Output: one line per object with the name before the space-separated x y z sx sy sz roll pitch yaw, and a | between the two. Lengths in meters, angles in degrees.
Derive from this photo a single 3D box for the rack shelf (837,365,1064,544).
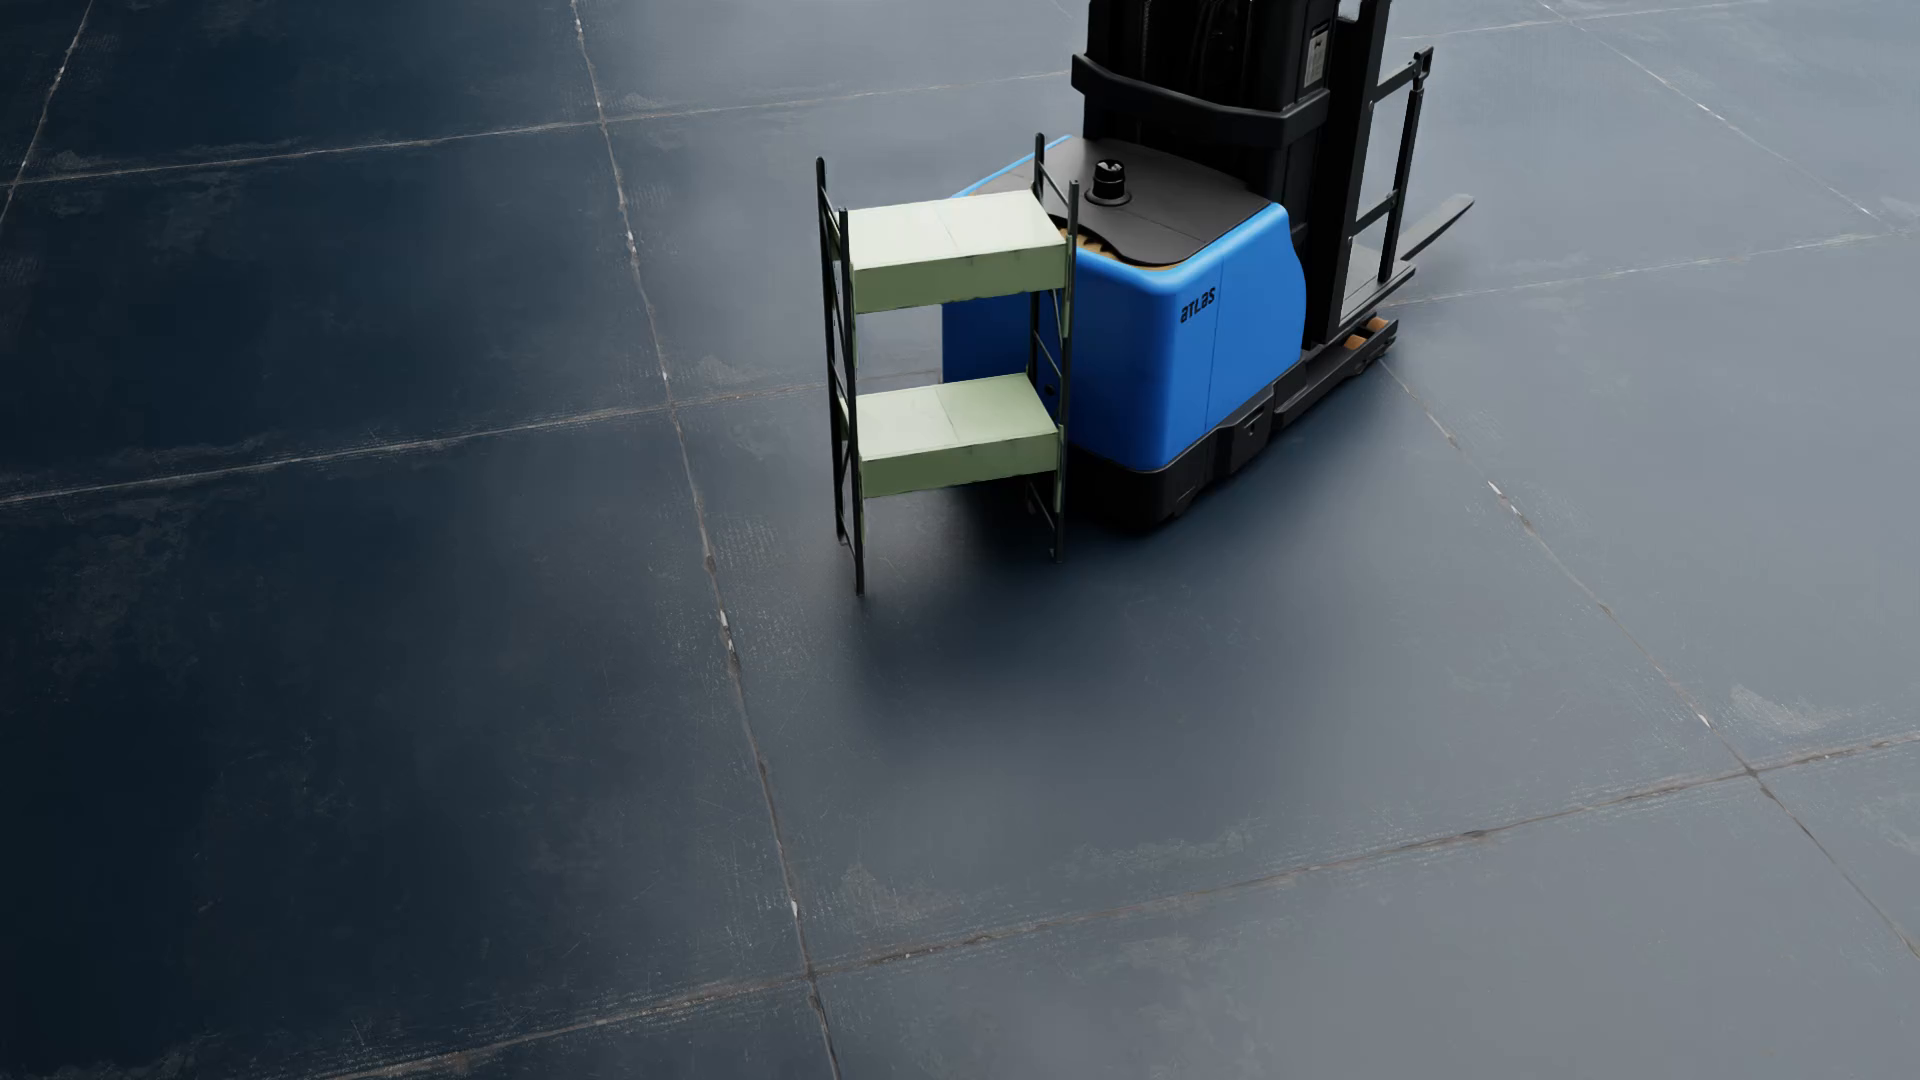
rack shelf | -0.045 -0.309 5.880 0.720 0.370 0.431 -9 38 -12

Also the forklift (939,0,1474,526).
forklift | 1.240 -2.043 6.432 1.130 2.935 3.031 27 45 30

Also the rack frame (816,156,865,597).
rack frame | -0.399 -0.511 5.607 0.023 1.500 0.400 -9 38 -12

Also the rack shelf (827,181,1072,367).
rack shelf | -0.045 -0.878 5.445 0.720 0.370 0.431 -9 38 -12

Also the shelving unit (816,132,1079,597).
shelving unit | -0.045 -0.568 5.682 0.755 1.500 0.431 -9 38 -12

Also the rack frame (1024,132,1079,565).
rack frame | 0.309 -0.625 5.756 0.023 1.500 0.400 -9 38 -12
